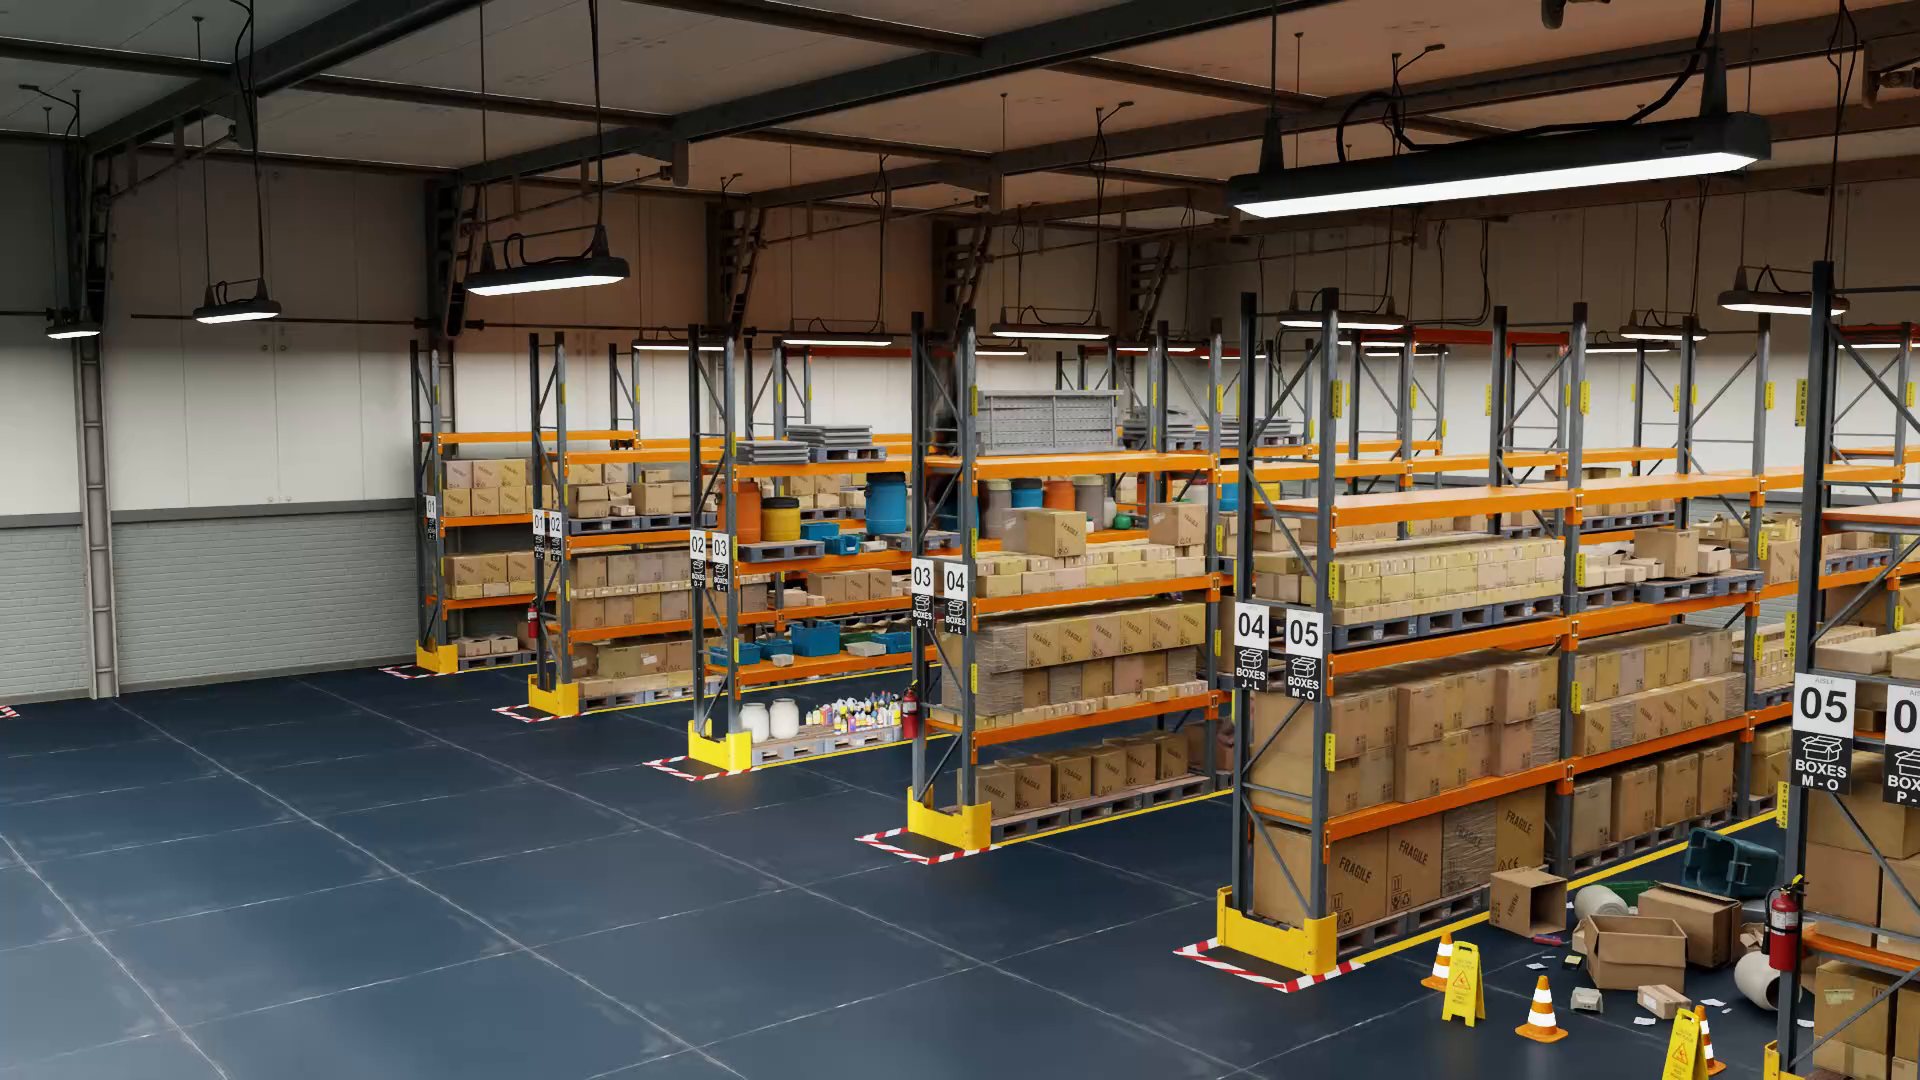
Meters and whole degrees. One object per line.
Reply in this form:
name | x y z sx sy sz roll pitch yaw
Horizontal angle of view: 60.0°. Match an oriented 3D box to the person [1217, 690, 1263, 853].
person | 3.229 2.541 18.514 0.708 1.798 1.009 3 6 29
